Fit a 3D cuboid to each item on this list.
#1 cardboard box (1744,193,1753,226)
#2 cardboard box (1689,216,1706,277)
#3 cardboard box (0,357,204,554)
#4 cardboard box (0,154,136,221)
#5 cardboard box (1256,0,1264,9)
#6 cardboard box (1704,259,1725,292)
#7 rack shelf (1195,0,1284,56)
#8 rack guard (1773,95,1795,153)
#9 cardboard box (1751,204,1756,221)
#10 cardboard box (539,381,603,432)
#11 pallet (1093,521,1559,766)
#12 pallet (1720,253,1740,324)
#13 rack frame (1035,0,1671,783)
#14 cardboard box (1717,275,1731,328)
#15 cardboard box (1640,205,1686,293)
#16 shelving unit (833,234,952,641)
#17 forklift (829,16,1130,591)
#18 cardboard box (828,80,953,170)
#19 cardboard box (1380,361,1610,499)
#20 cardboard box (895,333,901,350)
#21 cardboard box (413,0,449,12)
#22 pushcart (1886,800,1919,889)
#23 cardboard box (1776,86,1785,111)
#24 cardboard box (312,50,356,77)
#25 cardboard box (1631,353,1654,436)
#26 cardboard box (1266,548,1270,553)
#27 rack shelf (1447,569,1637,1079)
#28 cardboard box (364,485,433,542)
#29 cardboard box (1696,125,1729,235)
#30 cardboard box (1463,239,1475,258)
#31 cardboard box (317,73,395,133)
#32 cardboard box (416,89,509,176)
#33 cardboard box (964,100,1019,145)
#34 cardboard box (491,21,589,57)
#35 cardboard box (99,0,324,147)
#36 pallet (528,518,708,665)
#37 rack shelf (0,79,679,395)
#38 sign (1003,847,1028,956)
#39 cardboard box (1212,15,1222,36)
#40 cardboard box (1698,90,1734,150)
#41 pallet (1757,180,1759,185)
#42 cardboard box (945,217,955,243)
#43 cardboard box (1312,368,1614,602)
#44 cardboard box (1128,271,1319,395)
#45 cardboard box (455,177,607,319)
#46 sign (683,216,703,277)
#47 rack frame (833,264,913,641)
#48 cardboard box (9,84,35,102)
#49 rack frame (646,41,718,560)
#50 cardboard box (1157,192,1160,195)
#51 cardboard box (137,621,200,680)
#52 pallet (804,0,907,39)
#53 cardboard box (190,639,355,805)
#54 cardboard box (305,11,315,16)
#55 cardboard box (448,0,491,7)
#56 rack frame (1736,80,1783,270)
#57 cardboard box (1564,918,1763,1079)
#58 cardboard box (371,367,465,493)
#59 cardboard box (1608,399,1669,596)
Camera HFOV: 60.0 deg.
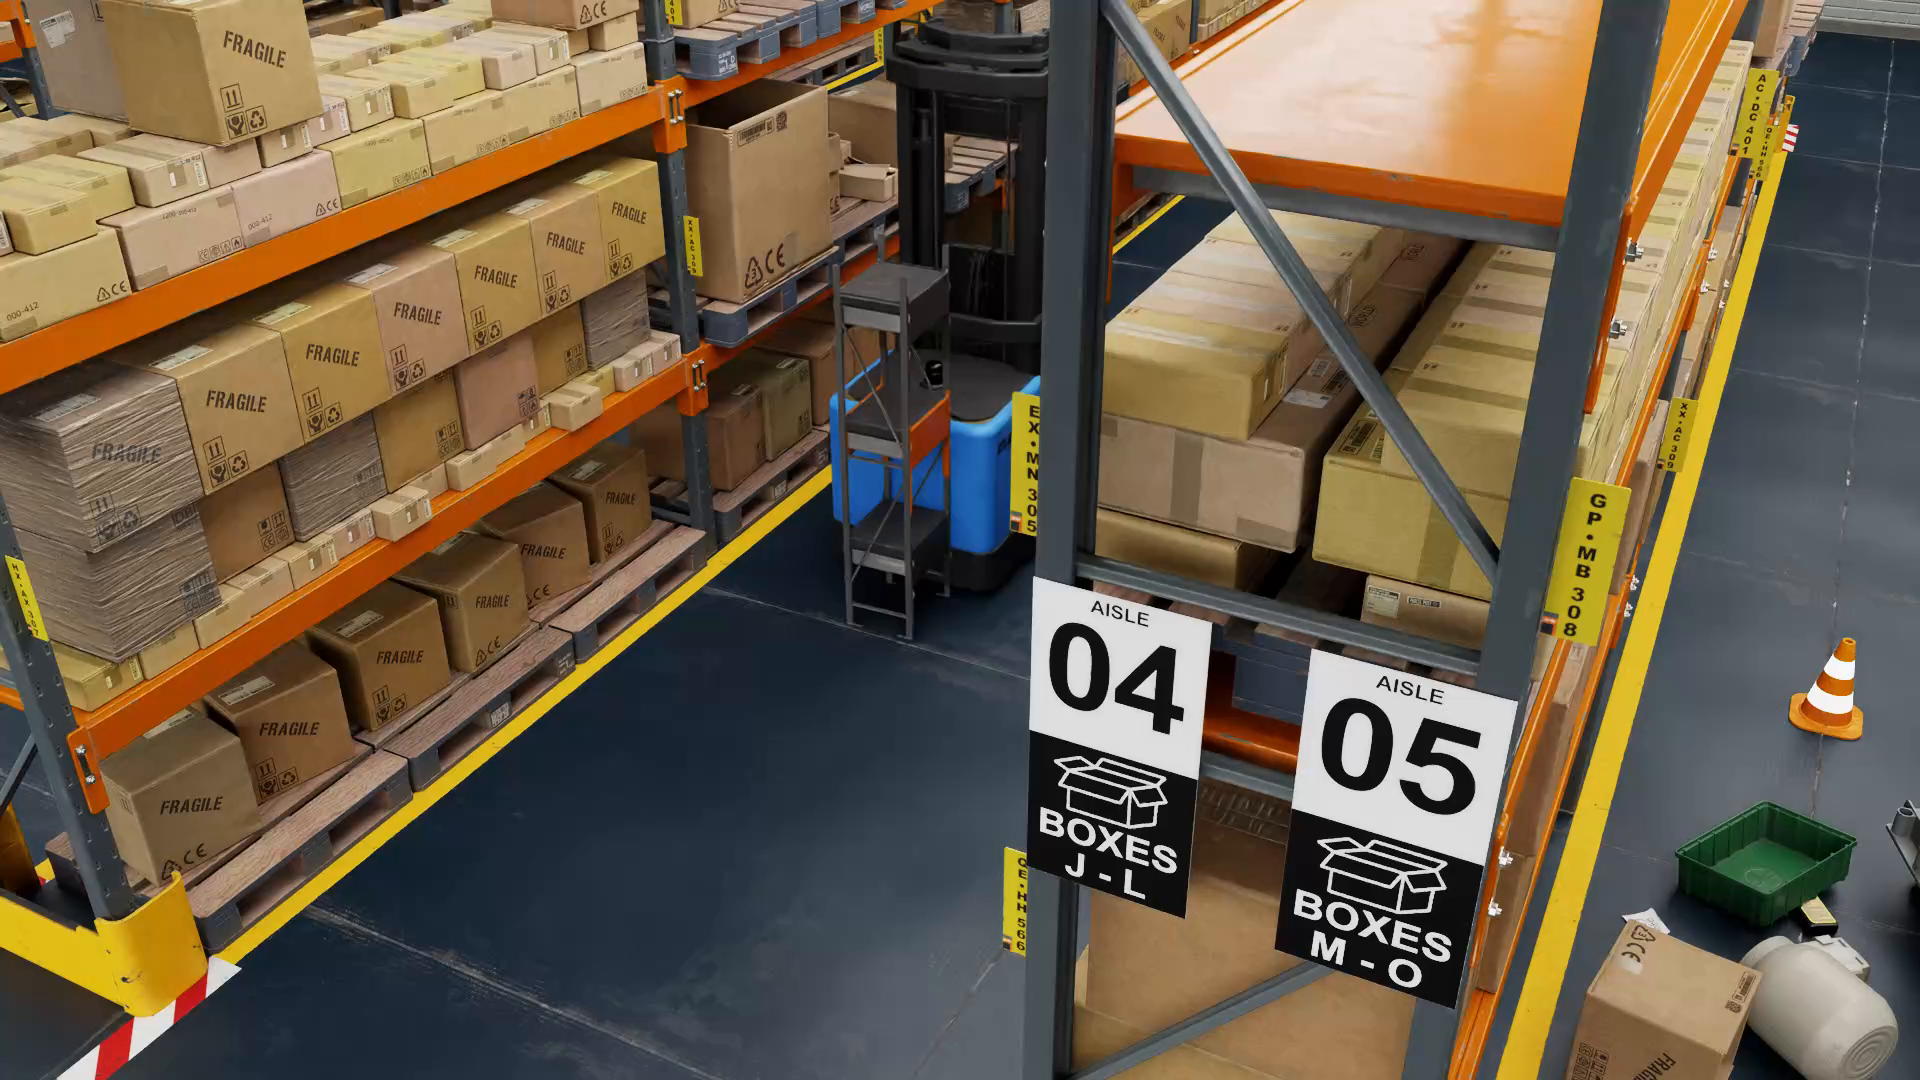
[{"bbox_3d":[5.736,-2.503,12.723,0.500,0.250,0.500,16,34,26],"label":"cardboard box"},{"bbox_3d":[2.223,-0.989,5.469,0.380,0.149,0.250,14,33,23],"label":"cardboard box"},{"bbox_3d":[-3.247,-0.330,6.201,0.500,0.500,0.500,14,33,23],"label":"cardboard box"},{"bbox_3d":[-3.199,-1.254,5.949,0.380,0.149,0.250,14,33,22],"label":"cardboard box"},{"bbox_3d":[2.866,-5.500,16.859,0.380,0.149,0.250,13,32,22],"label":"cardboard box"},{"bbox_3d":[3.852,-1.259,9.121,0.500,0.500,0.500,14,33,22],"label":"cardboard box"},{"bbox_3d":[2.638,-5.437,17.218,1.077,0.370,4.000,14,33,23],"label":"rack shelf"},{"bbox_3d":[7.884,-4.348,17.110,1.175,0.500,0.348,14,33,23],"label":"rack guard"},{"bbox_3d":[6.669,-2.845,14.423,0.380,0.149,0.250,15,33,25],"label":"cardboard box"},{"bbox_3d":[-2.058,-0.703,8.504,0.380,0.149,0.250,14,33,23],"label":"cardboard box"},{"bbox_3d":[0.958,0.034,4.046,1.003,0.211,1.213,14,33,23],"label":"pallet"},{"bbox_3d":[5.743,-2.137,13.551,1.003,0.211,1.213,14,33,23],"label":"pallet"},{"bbox_3d":[0.630,-0.974,2.700,1.000,3.000,0.127,14,33,23],"label":"rack frame"},{"bbox_3d":[5.512,-1.951,12.515,0.500,0.500,0.500,14,33,22],"label":"cardboard box"},{"bbox_3d":[1.645,-0.775,4.294,0.380,0.149,0.250,14,33,23],"label":"cardboard box"},{"bbox_3d":[-0.340,-0.513,8.826,0.431,2.100,0.503,13,32,21],"label":"shelving unit"},{"bbox_3d":[0.320,-1.698,10.054,1.130,2.935,3.031,13,32,21],"label":"forklift"},{"bbox_3d":[-0.471,-2.796,11.375,0.700,0.500,0.500,20,35,30],"label":"cardboard box"},{"bbox_3d":[1.065,-0.211,3.314,0.380,0.149,0.250,15,33,24],"label":"cardboard box"},{"bbox_3d":[-0.624,-1.645,11.962,0.700,0.500,0.500,12,32,19],"label":"cardboard box"},{"bbox_3d":[-6.742,-6.785,21.103,0.500,0.311,0.500,14,33,23],"label":"cardboard box"},{"bbox_3d":[4.852,1.575,6.920,1.648,0.377,0.936,4,30,6],"label":"pushcart"},{"bbox_3d":[6.517,-3.635,13.610,0.380,0.149,0.250,16,33,25],"label":"cardboard box"},{"bbox_3d":[-2.901,-2.064,7.360,0.380,0.149,0.250,14,33,22],"label":"cardboard box"},{"bbox_3d":[1.646,-0.428,4.492,0.380,0.149,0.250,14,33,23],"label":"cardboard box"},{"bbox_3d":[0.595,-0.126,3.965,0.380,0.149,0.250,15,33,24],"label":"cardboard box"},{"bbox_3d":[1.541,1.053,5.917,1.077,0.370,4.000,14,33,23],"label":"rack shelf"},{"bbox_3d":[-2.628,-0.149,7.540,0.380,0.149,0.250,14,33,23],"label":"cardboard box"},{"bbox_3d":[2.226,-1.235,5.497,0.500,0.250,0.500,14,33,23],"label":"cardboard box"},{"bbox_3d":[1.292,-0.910,4.931,0.500,0.250,0.500,15,33,24],"label":"cardboard box"},{"bbox_3d":[-2.605,-1.830,6.953,0.380,0.149,0.250,13,32,21],"label":"cardboard box"},{"bbox_3d":[-2.367,-1.834,7.360,0.500,0.250,0.500,14,33,23],"label":"cardboard box"},{"bbox_3d":[0.368,-3.286,12.650,0.500,0.500,0.500,15,33,25],"label":"cardboard box"},{"bbox_3d":[-2.011,-2.417,7.975,0.380,0.149,0.250,15,33,24],"label":"cardboard box"},{"bbox_3d":[-2.823,-1.829,6.300,0.500,0.500,0.500,14,33,23],"label":"cardboard box"},{"bbox_3d":[-2.192,0.199,9.481,1.003,0.211,1.213,14,33,23],"label":"pallet"},{"bbox_3d":[-2.829,-1.418,7.208,1.077,0.370,4.000,14,33,23],"label":"rack shelf"},{"bbox_3d":[0.153,0.893,4.072,0.100,0.325,0.005,14,33,23],"label":"sign"},{"bbox_3d":[2.277,-4.925,15.858,0.380,0.149,0.250,13,32,22],"label":"cardboard box"},{"bbox_3d":[2.225,-1.340,5.280,0.380,0.149,0.250,15,33,24],"label":"cardboard box"},{"bbox_3d":[7.482,-3.870,16.568,1.003,0.211,1.213,14,33,23],"label":"pallet"},{"bbox_3d":[-0.374,-2.217,12.204,0.500,0.250,0.500,16,33,25],"label":"cardboard box"},{"bbox_3d":[1.078,-0.118,3.552,0.500,0.250,0.500,14,33,23],"label":"cardboard box"},{"bbox_3d":[0.596,-0.472,3.768,0.380,0.149,0.250,14,33,24],"label":"cardboard box"},{"bbox_3d":[-2.104,-1.438,8.129,0.500,0.500,0.500,14,33,23],"label":"cardboard box"},{"bbox_3d":[-1.431,-1.571,8.895,0.100,0.325,0.005,14,33,23],"label":"sign"},{"bbox_3d":[-0.441,-0.403,8.633,0.400,2.100,0.015,13,32,21],"label":"rack frame"},{"bbox_3d":[-8.932,-4.283,16.263,0.500,0.311,0.500,15,33,25],"label":"cardboard box"},{"bbox_3d":[-1.918,-1.316,9.319,1.000,3.000,0.127,14,33,23],"label":"rack frame"},{"bbox_3d":[1.453,-3.835,15.418,1.225,0.875,0.875,14,33,23],"label":"cardboard box"},{"bbox_3d":[-3.267,0.388,6.605,0.380,0.149,0.250,14,33,23],"label":"cardboard box"},{"bbox_3d":[-1.072,-3.245,9.856,1.213,0.211,1.003,14,33,23],"label":"pallet"},{"bbox_3d":[-3.199,0.814,7.700,0.500,0.500,0.500,24,38,36],"label":"cardboard box"},{"bbox_3d":[-7.761,-5.820,19.231,0.500,0.500,0.500,15,33,24],"label":"cardboard box"},{"bbox_3d":[-2.340,-2.650,8.381,0.380,0.149,0.250,13,32,22],"label":"cardboard box"},{"bbox_3d":[6.096,-3.692,13.458,1.000,3.000,0.127,14,33,23],"label":"rack frame"},{"bbox_3d":[2.658,1.858,6.300,0.500,0.500,0.500,21,36,32],"label":"cardboard box"},{"bbox_3d":[-2.839,-0.632,7.730,0.875,0.500,0.500,14,33,23],"label":"cardboard box"},{"bbox_3d":[2.106,-0.253,6.234,0.875,0.550,0.550,14,33,23],"label":"cardboard box"}]
